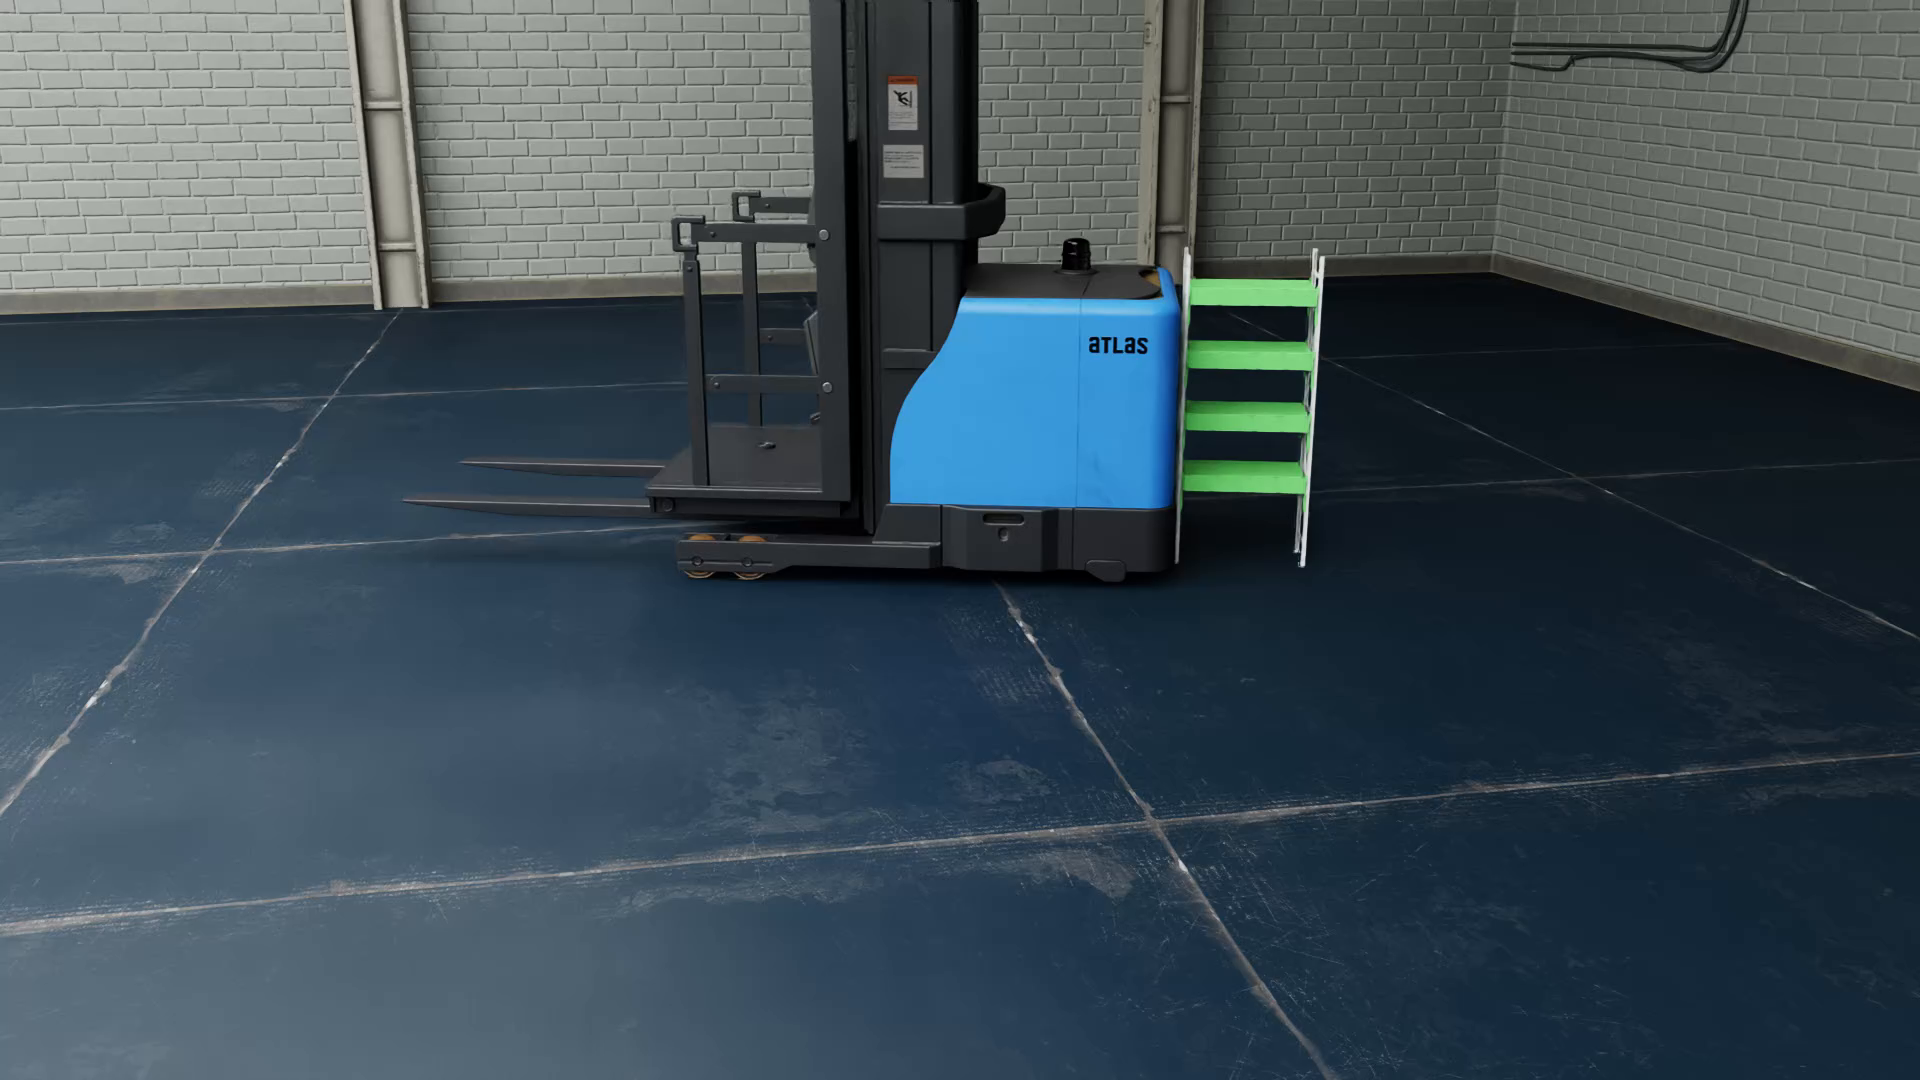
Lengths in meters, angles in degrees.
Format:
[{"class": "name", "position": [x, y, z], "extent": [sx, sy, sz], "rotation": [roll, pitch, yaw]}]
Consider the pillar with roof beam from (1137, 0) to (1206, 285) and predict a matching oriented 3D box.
[{"class": "pillar with roof beam", "position": [2.502, -5.170, 8.317], "extent": [0.400, 9.000, 9.100], "rotation": [-3, 17, -10]}]

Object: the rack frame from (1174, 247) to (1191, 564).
[{"class": "rack frame", "position": [0.859, -0.515, 6.446], "extent": [0.015, 1.200, 0.240], "rotation": [1, 17, 5]}]

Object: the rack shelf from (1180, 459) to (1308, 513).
[{"class": "rack shelf", "position": [1.102, -0.218, 6.515], "extent": [0.480, 0.148, 0.258], "rotation": [1, 17, 5]}]

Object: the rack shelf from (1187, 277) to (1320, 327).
[{"class": "rack shelf", "position": [1.102, -0.907, 6.303], "extent": [0.480, 0.148, 0.258], "rotation": [1, 17, 5]}]

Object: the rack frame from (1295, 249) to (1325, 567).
[{"class": "rack frame", "position": [1.345, -0.503, 6.405], "extent": [0.015, 1.200, 0.240], "rotation": [1, 17, 5]}]

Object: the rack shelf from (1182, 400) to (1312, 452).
[{"class": "rack shelf", "position": [1.102, -0.448, 6.444], "extent": [0.480, 0.148, 0.258], "rotation": [1, 17, 5]}]

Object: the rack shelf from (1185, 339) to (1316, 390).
[{"class": "rack shelf", "position": [1.102, -0.677, 6.374], "extent": [0.480, 0.148, 0.258], "rotation": [1, 17, 5]}]

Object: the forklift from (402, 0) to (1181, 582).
[{"class": "forklift", "position": [-0.666, -1.402, 6.383], "extent": [3.031, 2.935, 1.130], "rotation": [1, 17, 5]}]

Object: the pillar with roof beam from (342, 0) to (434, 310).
[{"class": "pillar with roof beam", "position": [-3.389, -4.835, 7.229], "extent": [0.400, 9.000, 9.100], "rotation": [-3, 17, -10]}]

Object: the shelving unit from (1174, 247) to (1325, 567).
[{"class": "shelving unit", "position": [1.102, -0.509, 6.425], "extent": [0.503, 1.200, 0.258], "rotation": [1, 17, 5]}]

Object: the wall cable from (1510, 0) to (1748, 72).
[{"class": "wall cable", "position": [4.829, -4.709, 12.106], "extent": [0.112, 2.526, 3.097], "rotation": [-3, 17, -10]}]
